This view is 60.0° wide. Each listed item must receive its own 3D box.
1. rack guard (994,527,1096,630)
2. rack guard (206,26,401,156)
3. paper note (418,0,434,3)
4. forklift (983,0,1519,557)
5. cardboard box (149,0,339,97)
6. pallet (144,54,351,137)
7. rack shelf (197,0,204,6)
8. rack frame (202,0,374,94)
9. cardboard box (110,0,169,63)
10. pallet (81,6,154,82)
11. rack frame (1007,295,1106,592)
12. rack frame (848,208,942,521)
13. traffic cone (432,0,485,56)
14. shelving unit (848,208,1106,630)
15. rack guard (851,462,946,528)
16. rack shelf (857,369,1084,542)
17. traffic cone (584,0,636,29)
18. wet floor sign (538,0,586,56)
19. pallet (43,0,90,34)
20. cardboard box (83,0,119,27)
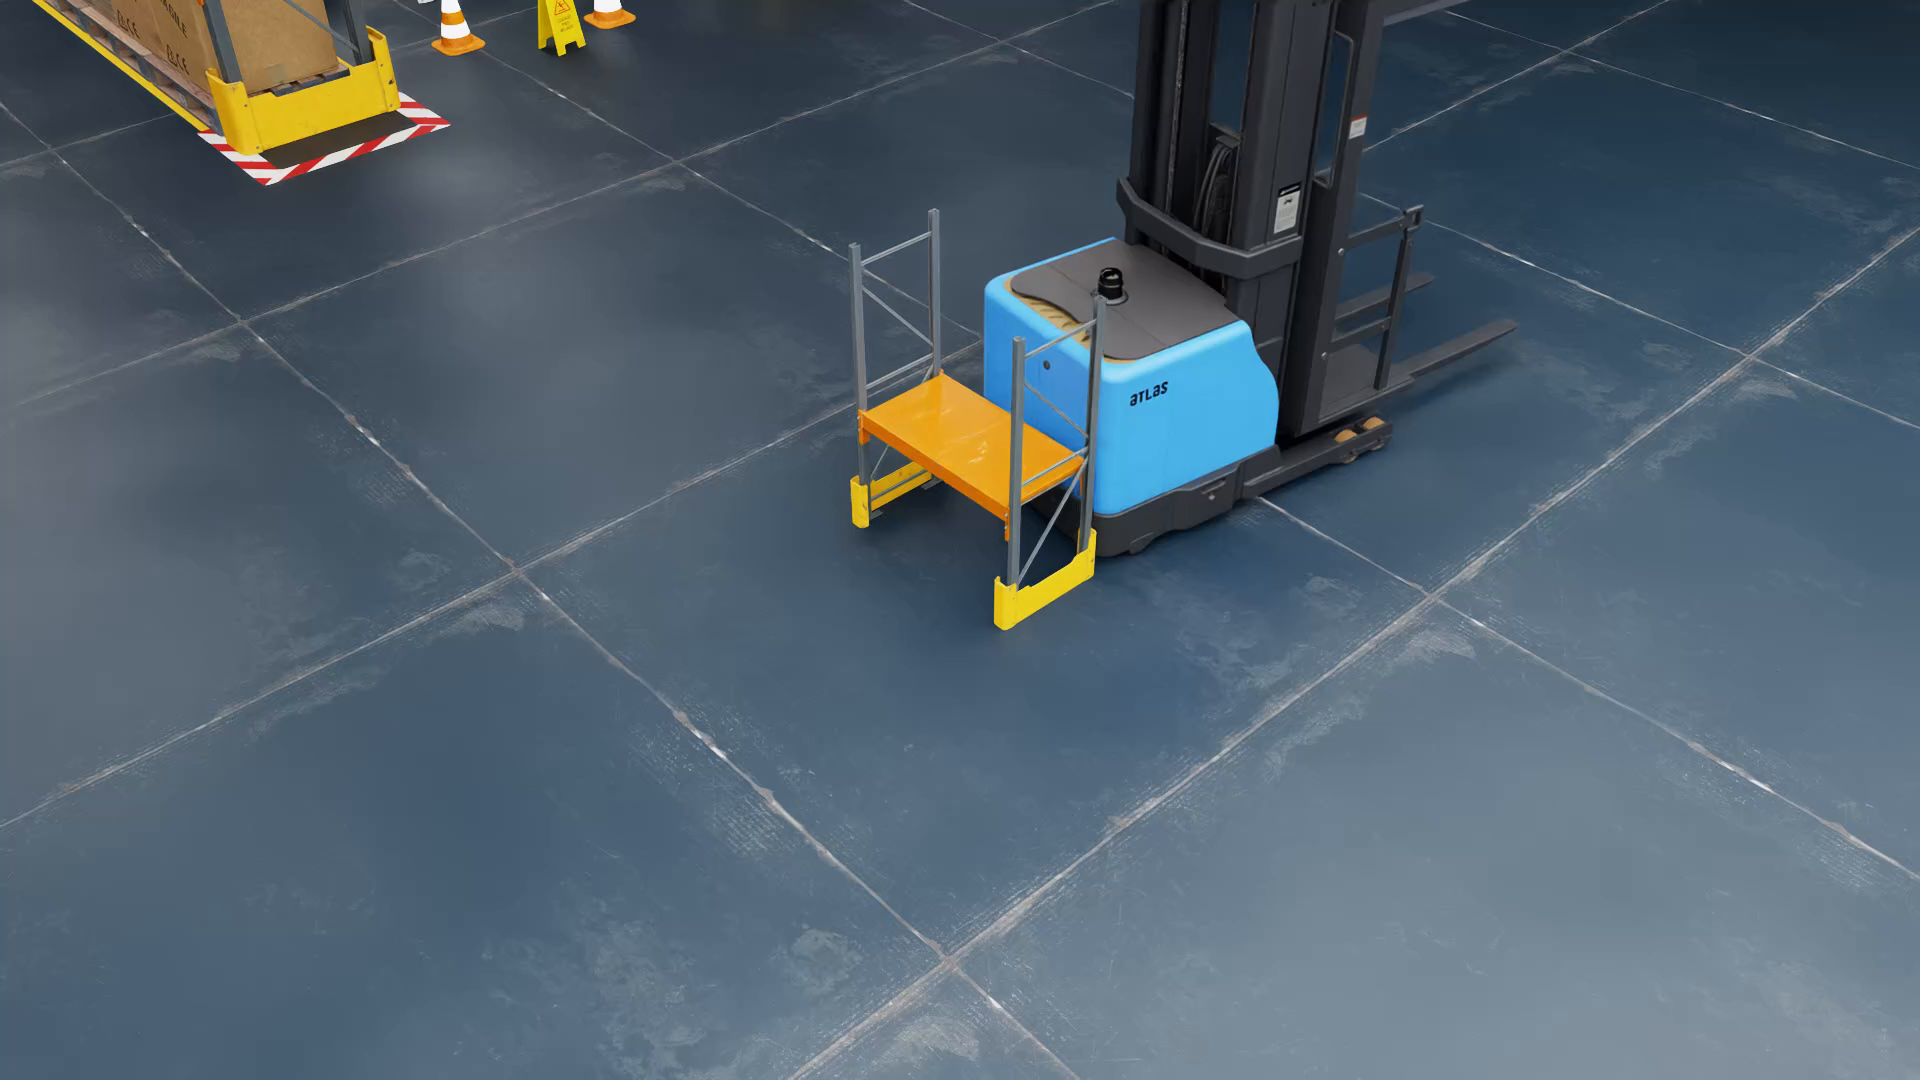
[{"bbox_3d":[0.388,0.169,7.550,0.587,0.250,0.087,-30,48,-32],"label":"rack guard"},{"bbox_3d":[-4.470,-3.083,11.377,1.175,0.500,0.348,-30,48,-32],"label":"rack guard"},{"bbox_3d":[-4.268,-4.339,13.307,0.144,0.017,0.142,-15,41,-17],"label":"paper note"},{"bbox_3d":[1.606,-1.785,7.835,3.031,2.935,1.130,-23,44,-26],"label":"forklift"},{"bbox_3d":[-4.993,-3.689,11.495,0.875,0.875,0.875,-30,47,-32],"label":"cardboard box"},{"bbox_3d":[-5.084,-3.319,11.899,1.003,0.211,1.213,-30,48,-32],"label":"pallet"},{"bbox_3d":[-5.839,-4.712,11.978,1.077,0.370,4.000,-30,48,-32],"label":"rack shelf"},{"bbox_3d":[-4.486,-4.067,10.606,1.000,3.000,0.127,-30,48,-32],"label":"rack frame"},{"bbox_3d":[-5.590,-4.095,11.998,0.875,0.875,0.875,-31,48,-32],"label":"cardboard box"},{"bbox_3d":[-5.905,-3.883,12.598,1.003,0.211,1.213,-30,48,-32],"label":"pallet"},{"bbox_3d":[0.402,-0.309,7.146,0.500,1.500,0.032,-30,48,-32],"label":"rack frame"},{"bbox_3d":[-0.286,-0.779,7.729,0.500,1.500,0.032,-30,48,-32],"label":"rack frame"},{"bbox_3d":[-3.799,-3.929,12.454,0.336,0.463,0.334,-30,48,-32],"label":"traffic cone"},{"bbox_3d":[0.052,-0.548,7.443,0.587,1.500,1.083,-30,48,-32],"label":"shelving unit"},{"bbox_3d":[-0.285,-0.292,8.121,0.587,0.250,0.087,-30,48,-32],"label":"rack guard"},{"bbox_3d":[0.058,-0.404,7.551,0.538,0.185,1.000,-30,48,-32],"label":"rack shelf"},{"bbox_3d":[-2.737,-4.252,12.854,0.336,0.463,0.334,-30,48,-32],"label":"traffic cone"},{"bbox_3d":[-3.008,-3.979,12.371,0.232,0.644,0.267,26,45,28],"label":"wet floor sign"},{"bbox_3d":[-6.735,-4.448,13.297,1.003,0.211,1.213,-30,48,-32],"label":"pallet"},{"bbox_3d":[-6.205,-4.518,12.522,0.875,0.875,0.875,-30,47,-31],"label":"cardboard box"}]
